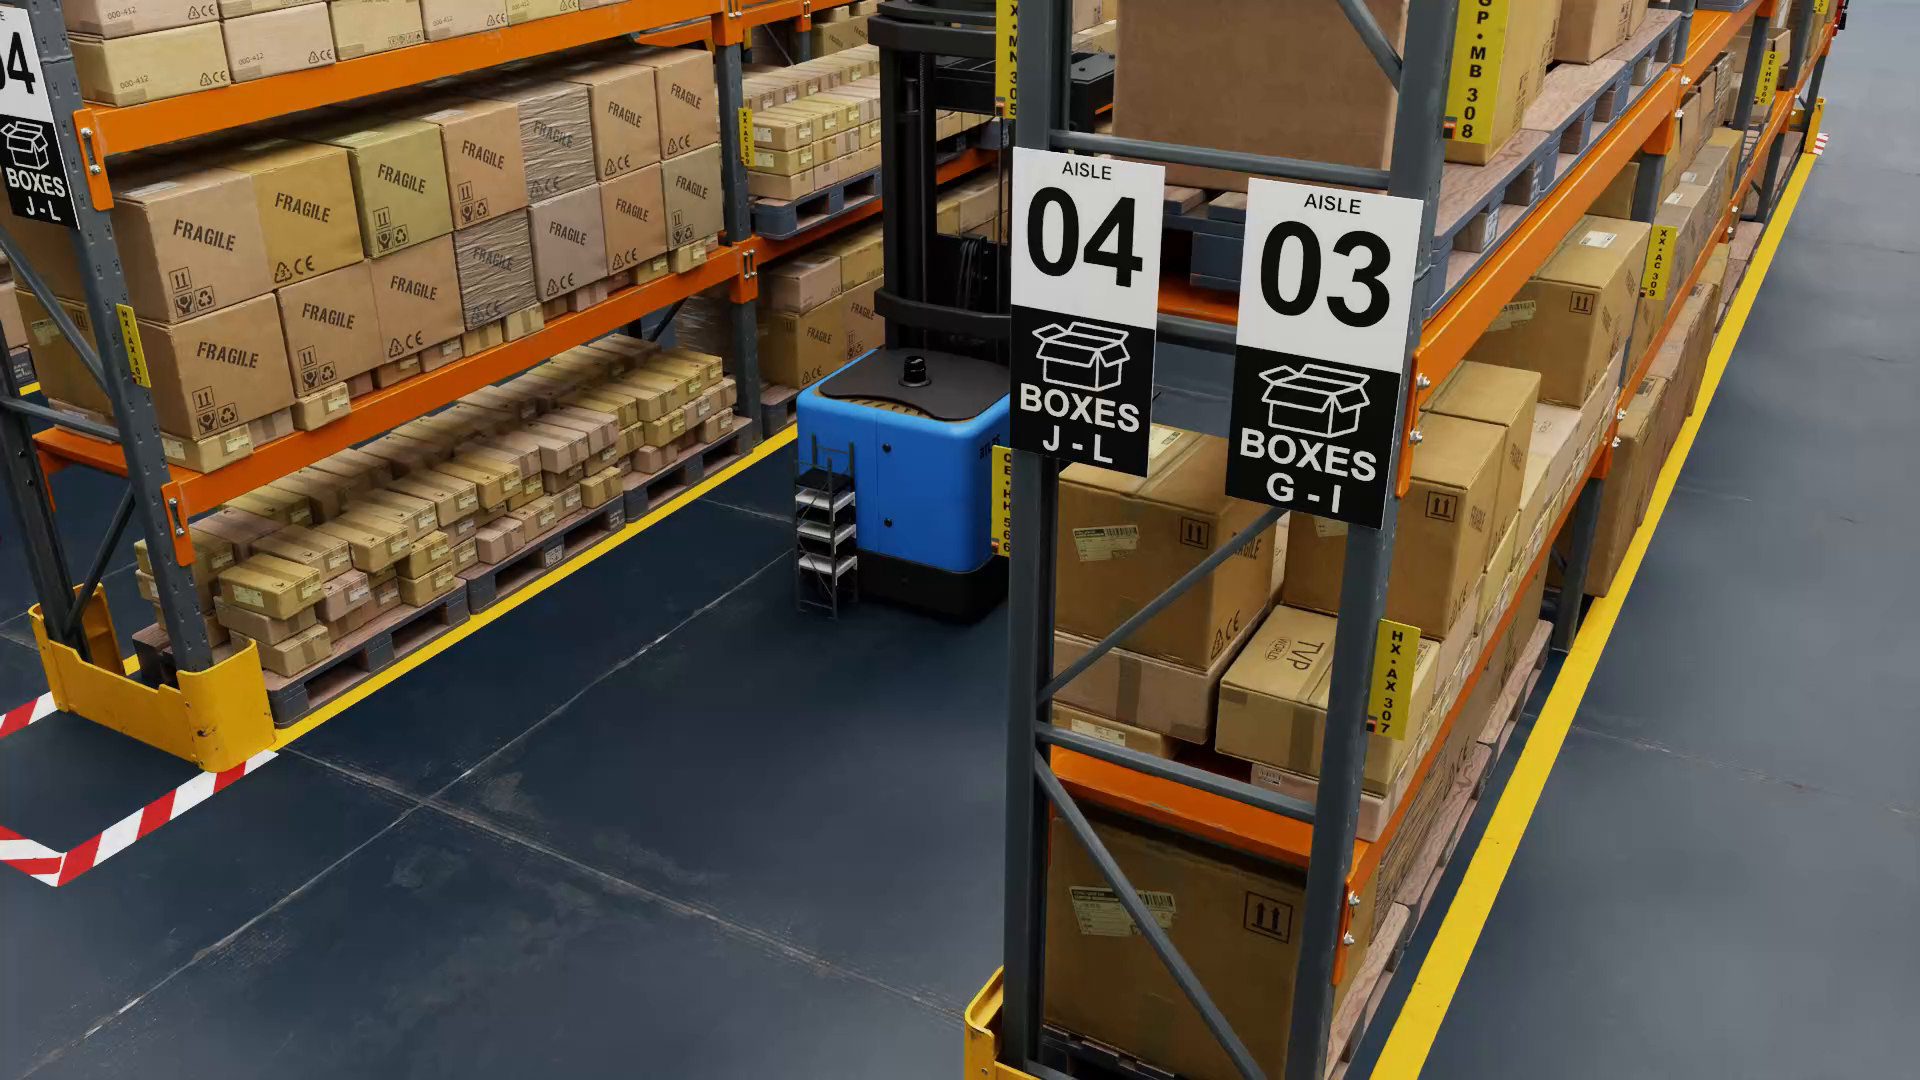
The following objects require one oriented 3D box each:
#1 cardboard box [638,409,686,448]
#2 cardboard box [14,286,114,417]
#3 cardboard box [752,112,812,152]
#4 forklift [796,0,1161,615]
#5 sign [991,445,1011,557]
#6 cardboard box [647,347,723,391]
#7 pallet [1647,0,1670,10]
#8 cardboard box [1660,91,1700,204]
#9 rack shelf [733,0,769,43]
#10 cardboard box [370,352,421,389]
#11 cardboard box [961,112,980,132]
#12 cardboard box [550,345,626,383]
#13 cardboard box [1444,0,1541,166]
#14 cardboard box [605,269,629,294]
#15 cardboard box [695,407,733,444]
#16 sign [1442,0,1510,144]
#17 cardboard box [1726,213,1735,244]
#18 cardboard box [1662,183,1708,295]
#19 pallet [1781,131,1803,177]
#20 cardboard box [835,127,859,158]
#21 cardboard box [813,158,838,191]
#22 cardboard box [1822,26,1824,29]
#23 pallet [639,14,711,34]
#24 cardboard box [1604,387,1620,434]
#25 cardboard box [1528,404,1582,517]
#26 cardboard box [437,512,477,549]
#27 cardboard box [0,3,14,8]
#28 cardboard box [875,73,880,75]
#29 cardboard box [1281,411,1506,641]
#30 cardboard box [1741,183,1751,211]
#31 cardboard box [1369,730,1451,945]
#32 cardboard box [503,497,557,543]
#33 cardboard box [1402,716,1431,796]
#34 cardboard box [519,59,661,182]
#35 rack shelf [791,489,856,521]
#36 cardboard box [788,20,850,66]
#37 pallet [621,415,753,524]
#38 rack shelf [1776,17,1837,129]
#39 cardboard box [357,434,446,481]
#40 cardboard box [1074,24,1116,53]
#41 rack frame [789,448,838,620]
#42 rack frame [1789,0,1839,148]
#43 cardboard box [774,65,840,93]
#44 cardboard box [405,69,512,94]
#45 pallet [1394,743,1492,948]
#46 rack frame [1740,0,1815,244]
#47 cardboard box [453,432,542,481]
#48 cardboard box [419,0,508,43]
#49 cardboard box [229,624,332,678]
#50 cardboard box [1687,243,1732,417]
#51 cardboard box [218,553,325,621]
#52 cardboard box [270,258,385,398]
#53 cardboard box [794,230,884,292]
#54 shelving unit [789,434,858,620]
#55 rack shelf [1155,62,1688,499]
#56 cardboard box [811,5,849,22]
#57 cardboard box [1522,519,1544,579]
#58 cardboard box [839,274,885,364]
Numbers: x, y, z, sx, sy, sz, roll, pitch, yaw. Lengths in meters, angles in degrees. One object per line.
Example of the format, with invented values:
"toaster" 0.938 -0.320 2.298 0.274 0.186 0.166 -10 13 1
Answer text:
"cardboard box" -1.821 -0.678 9.637 0.380 0.149 0.250 13 29 24
"cardboard box" -3.674 -0.892 7.237 0.500 0.500 0.500 15 30 27
"cardboard box" -1.109 -2.435 9.911 0.380 0.149 0.250 16 31 29
"forklift" 0.295 -1.560 9.092 1.130 2.935 3.031 13 30 25
"sign" 0.132 -0.100 4.540 0.100 0.325 0.005 14 30 26
"cardboard box" -1.652 -1.025 9.997 0.380 0.149 0.250 15 30 28
"pallet" 2.973 -2.534 7.824 0.805 0.209 1.217 13 29 24
"cardboard box" 3.512 -2.165 8.991 0.797 0.503 0.637 15 30 28
"rack shelf" -0.720 -3.841 11.024 1.077 0.370 4.000 14 30 26
"cardboard box" -2.796 -0.857 7.892 0.380 0.149 0.250 14 30 26
"cardboard box" -0.085 -2.984 11.672 0.380 0.149 0.250 13 29 24
"cardboard box" -2.241 -1.038 10.023 0.380 0.149 0.250 16 31 29
"cardboard box" 1.188 -1.377 4.606 0.700 0.500 0.500 13 29 24
"cardboard box" -2.042 -1.466 9.108 0.380 0.149 0.250 13 30 25
"cardboard box" -1.600 -0.727 10.066 0.380 0.149 0.250 15 30 27
"sign" 1.077 -0.994 3.469 0.100 0.325 0.005 14 30 26
"cardboard box" 5.929 -2.690 13.575 0.700 0.500 0.500 14 30 26
"cardboard box" 3.752 -1.673 9.128 0.500 0.500 0.500 15 30 27
"pallet" 8.000 -4.001 17.007 1.003 0.211 1.213 14 30 26
"cardboard box" -0.857 -2.504 10.381 0.380 0.149 0.250 15 30 27
"cardboard box" -0.978 -2.279 10.262 0.380 0.149 0.250 15 30 27
"cardboard box" 8.306 -5.112 16.391 0.380 0.149 0.250 14 30 26
"pallet" -3.157 -5.346 16.793 1.003 0.211 1.213 14 30 26
"cardboard box" 2.700 -0.607 7.392 0.380 0.149 0.250 14 30 26
"cardboard box" 2.073 -0.345 6.423 0.500 0.250 0.500 15 30 27
"cardboard box" -2.694 -0.086 8.454 0.380 0.149 0.250 13 29 24
"cardboard box" -3.666 -2.216 6.584 0.500 0.250 0.500 13 29 25
"cardboard box" -0.345 -3.045 11.129 0.380 0.149 0.250 15 30 28
"cardboard box" 1.314 -0.075 5.046 0.500 0.500 0.500 13 30 25
"cardboard box" 6.732 -3.245 14.705 0.500 0.500 0.500 13 29 25
"cardboard box" 1.290 0.790 6.226 0.875 0.875 0.875 14 30 26
"cardboard box" -2.386 -0.135 8.885 0.380 0.149 0.250 14 30 26
"cardboard box" 1.184 0.595 4.991 0.380 0.149 0.250 14 30 25
"cardboard box" -1.949 -2.221 8.775 0.500 0.500 0.500 13 29 25
"rack shelf" -0.681 -0.192 8.300 0.258 0.077 0.200 13 30 25
"cardboard box" -1.602 -5.674 18.999 0.500 0.500 0.500 16 31 28
"pallet" -2.003 -0.525 10.063 1.003 0.211 1.213 14 30 26
"rack shelf" 7.484 -4.486 15.663 1.077 0.370 4.000 14 30 26
"cardboard box" -2.949 -0.420 8.790 0.380 0.149 0.250 13 29 24
"cardboard box" 0.968 -3.959 13.697 0.500 0.500 0.500 14 30 26
"rack frame" -0.729 -0.020 8.286 0.240 0.900 0.006 13 30 25
"rack frame" 8.468 -5.587 17.059 1.000 3.000 0.127 14 30 26
"cardboard box" -1.034 -3.090 11.219 0.380 0.149 0.250 13 29 24
"cardboard box" -2.654 -2.149 8.632 0.500 0.500 0.500 15 30 27
"pallet" 1.524 1.093 6.830 1.003 0.211 1.213 14 30 26
"rack frame" 6.500 -4.028 13.945 1.000 3.000 0.127 14 30 26
"cardboard box" -2.447 -0.427 8.804 0.380 0.149 0.250 14 30 26
"cardboard box" -2.460 -2.482 7.674 0.500 0.250 0.500 14 30 26
"cardboard box" -3.135 0.471 7.675 0.380 0.149 0.250 15 30 27
"cardboard box" 4.175 -1.442 10.685 1.225 0.875 0.875 13 29 24
"cardboard box" -3.118 0.209 7.533 0.380 0.149 0.250 13 29 24
"cardboard box" -2.969 -0.989 7.430 0.500 0.500 0.500 14 30 26
"cardboard box" -0.850 -1.885 11.150 0.500 0.250 0.500 15 30 27
"shelving unit" -0.681 -0.061 8.366 0.258 0.900 0.210 13 30 25
"rack shelf" 1.581 -1.150 5.649 1.077 0.370 4.000 14 30 26
"cardboard box" -1.488 -6.000 18.924 0.380 0.149 0.250 15 30 27
"cardboard box" 1.942 -0.007 6.193 0.380 0.149 0.250 15 30 27
"cardboard box" -0.850 -1.548 11.314 0.500 0.500 0.500 16 31 28
